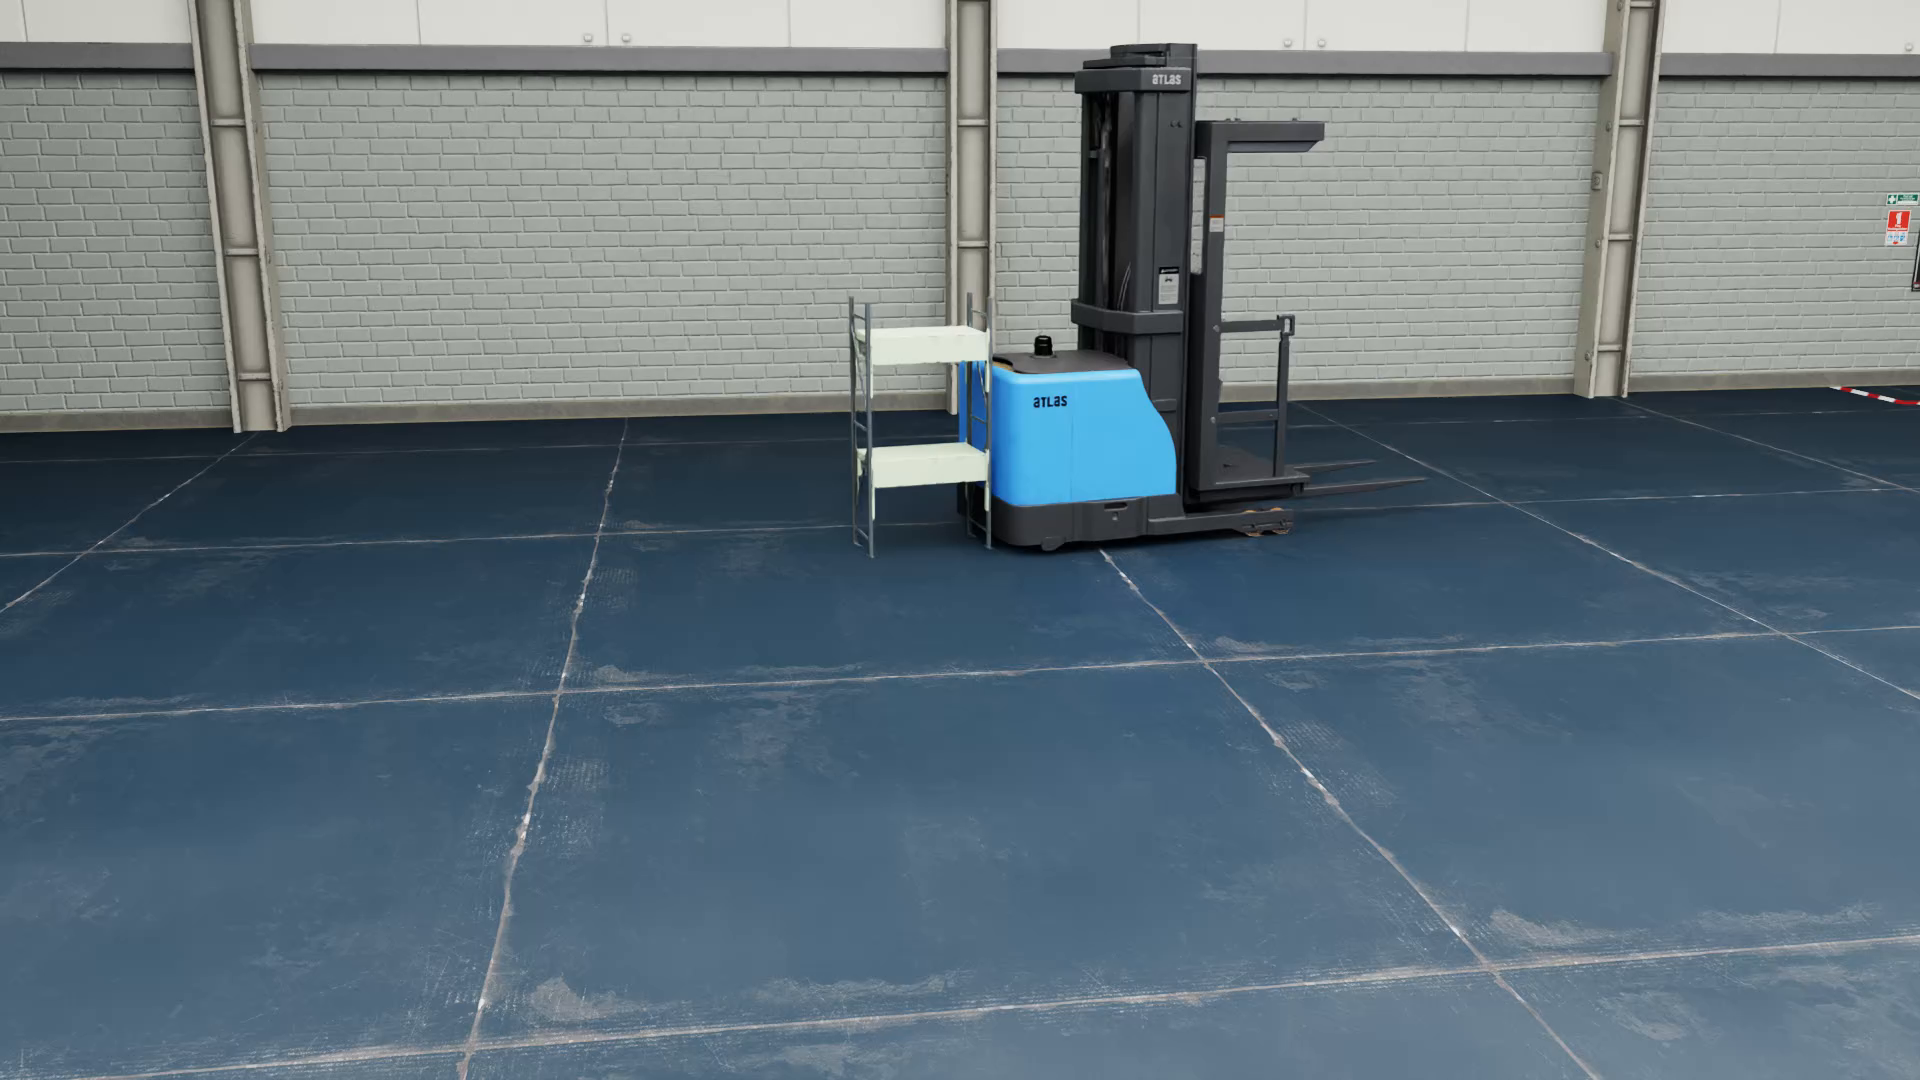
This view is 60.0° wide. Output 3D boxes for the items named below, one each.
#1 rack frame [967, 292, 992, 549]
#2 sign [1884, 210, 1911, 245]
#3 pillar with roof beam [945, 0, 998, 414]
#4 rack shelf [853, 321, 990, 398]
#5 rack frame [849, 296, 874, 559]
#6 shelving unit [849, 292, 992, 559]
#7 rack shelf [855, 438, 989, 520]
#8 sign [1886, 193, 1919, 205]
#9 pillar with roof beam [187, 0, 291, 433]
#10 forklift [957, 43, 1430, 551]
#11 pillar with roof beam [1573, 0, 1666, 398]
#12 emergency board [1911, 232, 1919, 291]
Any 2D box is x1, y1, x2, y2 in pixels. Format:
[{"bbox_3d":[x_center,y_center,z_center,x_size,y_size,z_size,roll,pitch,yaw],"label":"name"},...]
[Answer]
[{"bbox_3d":[0.114,-0.718,10.000,0.023,1.500,0.400,-5,15,-18],"label":"rack frame"},{"bbox_3d":[8.948,-2.981,15.867,0.234,0.329,0.001,-2,14,-8],"label":"sign"},{"bbox_3d":[0.735,-4.478,9.580,0.400,9.000,9.100,-2,14,-8],"label":"pillar with roof beam"},{"bbox_3d":[-0.233,-1.068,9.794,0.720,0.370,0.431,-5,15,-18],"label":"rack shelf"},{"bbox_3d":[-0.581,-0.662,9.778,0.023,1.500,0.400,-5,15,-18],"label":"rack frame"},{"bbox_3d":[-0.233,-0.690,9.889,0.755,1.500,0.431,-5,15,-18],"label":"shelving unit"},{"bbox_3d":[-0.233,-0.373,9.968,0.720,0.370,0.431,-5,15,-18],"label":"rack shelf"},{"bbox_3d":[8.954,-3.236,15.795,0.331,0.109,0.001,-2,14,-8],"label":"sign"},{"bbox_3d":[-5.198,-4.261,8.713,0.400,9.000,9.100,-2,14,-8],"label":"pillar with roof beam"},{"bbox_3d":[1.553,-1.556,10.399,3.031,2.935,1.130,-5,15,-20],"label":"forklift"},{"bbox_3d":[6.668,-4.696,10.447,0.400,9.000,9.100,-2,14,-8],"label":"pillar with roof beam"},{"bbox_3d":[9.499,-2.963,15.868,0.626,1.169,0.157,-2,14,-8],"label":"emergency board"}]
